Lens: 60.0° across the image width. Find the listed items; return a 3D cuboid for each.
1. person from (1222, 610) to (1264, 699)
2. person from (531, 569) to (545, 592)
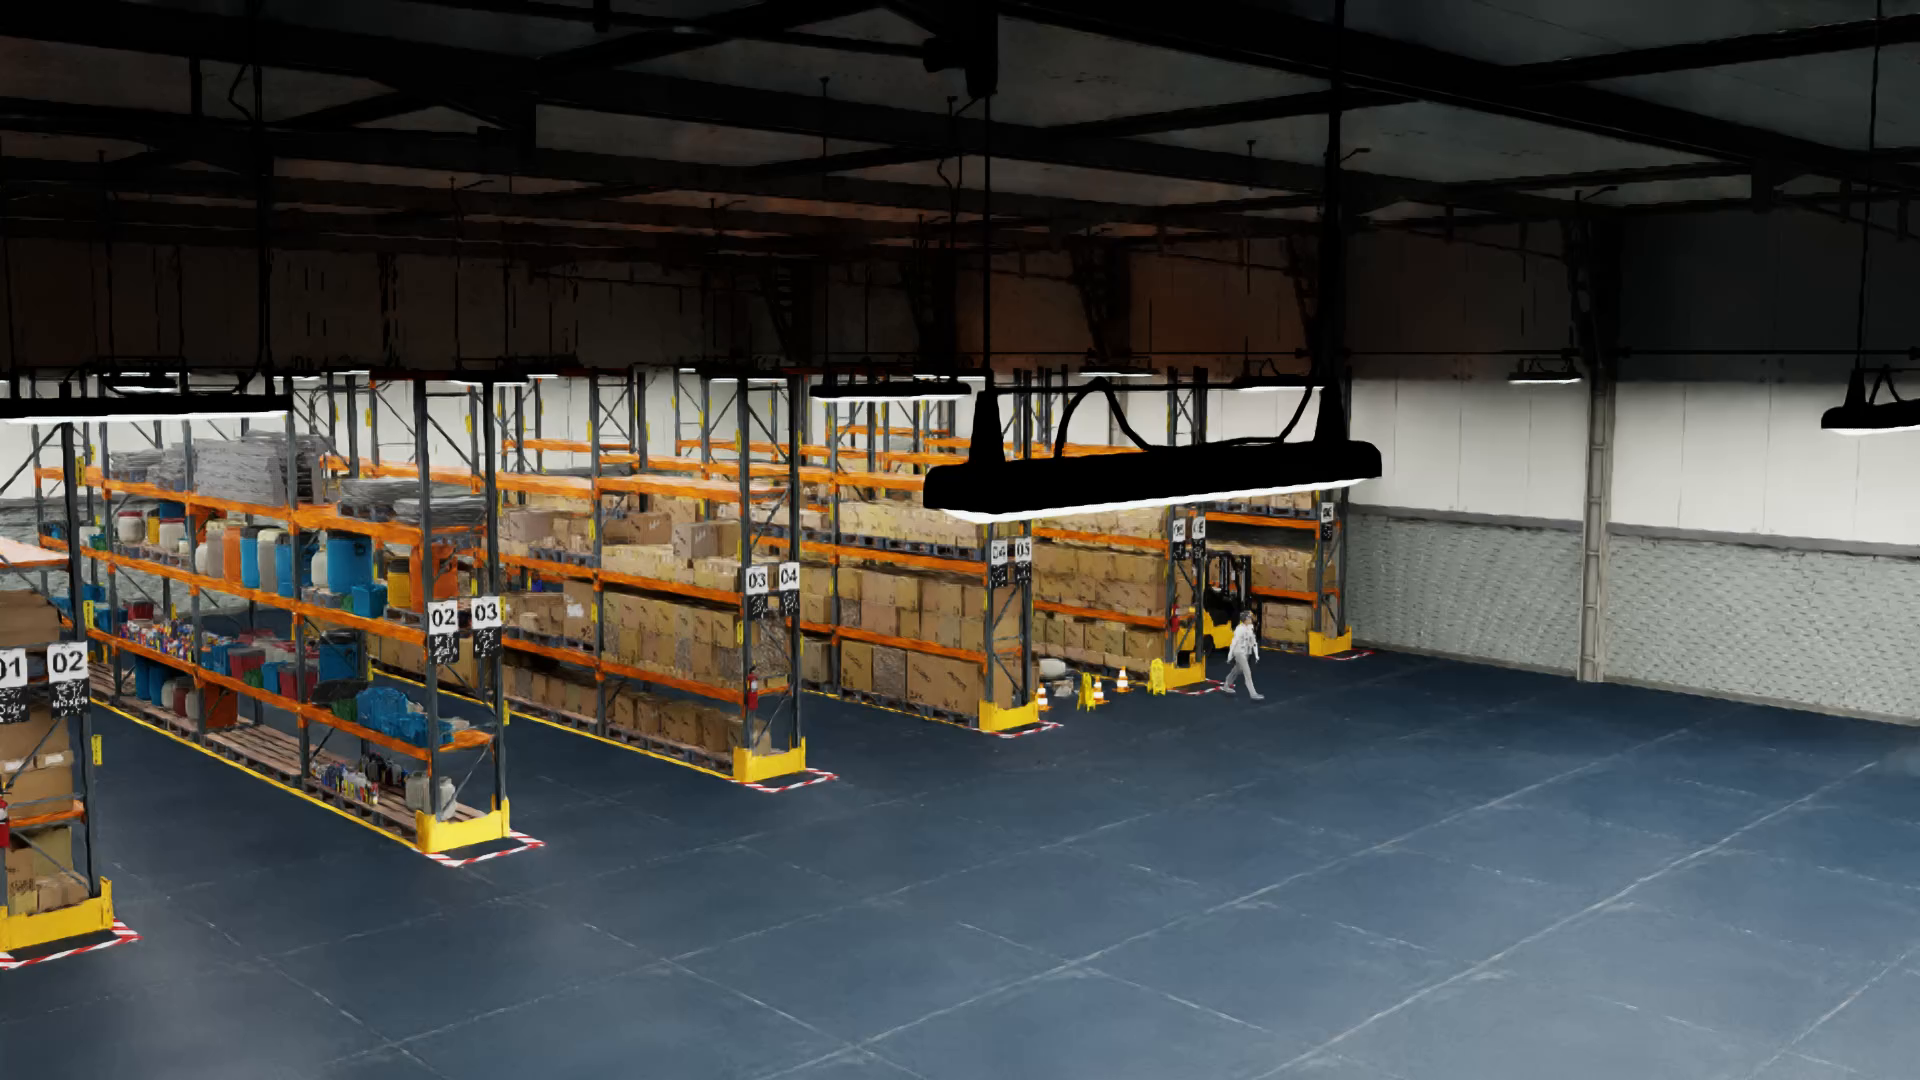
[{"bbox_3d":[5.229,2.074,30.529,0.997,1.625,0.500,6,9,44],"label":"person"},{"bbox_3d":[-9.391,1.430,36.534,0.518,1.590,0.592,6,9,44],"label":"person"}]
